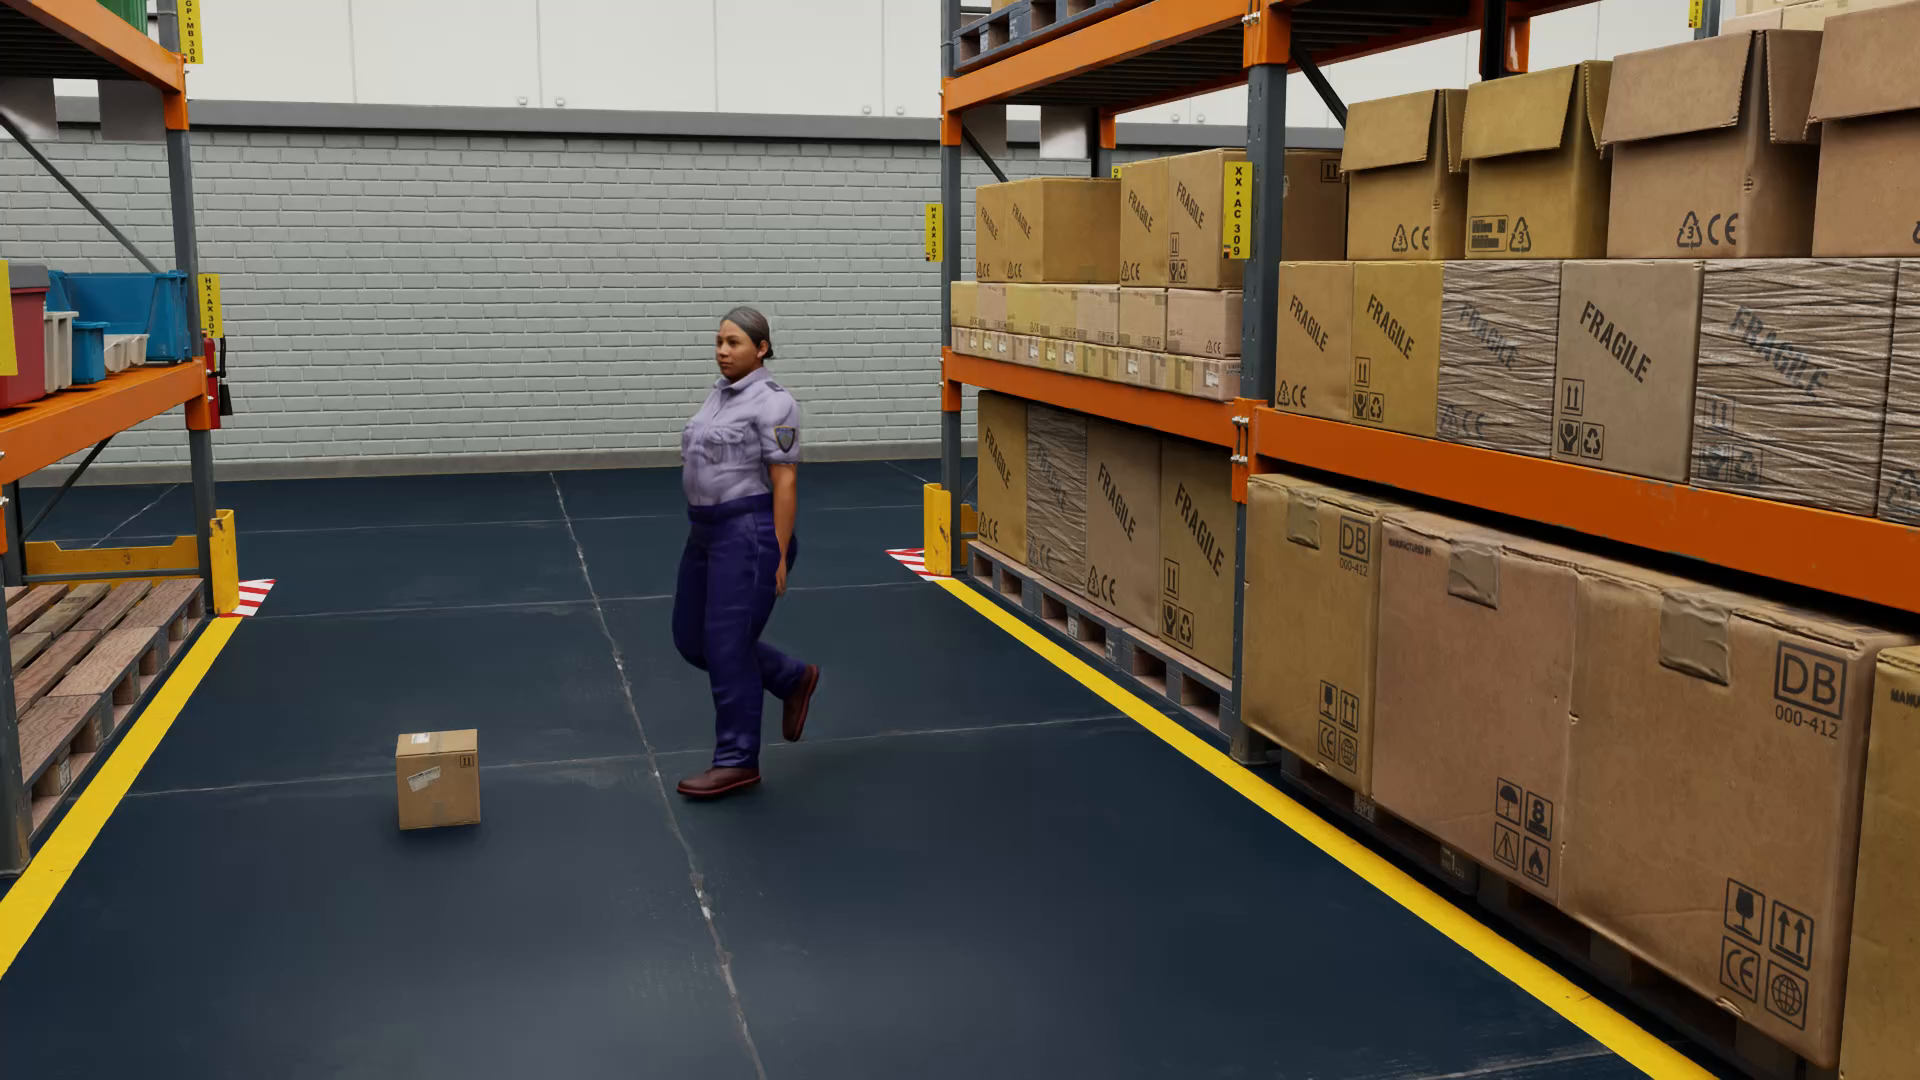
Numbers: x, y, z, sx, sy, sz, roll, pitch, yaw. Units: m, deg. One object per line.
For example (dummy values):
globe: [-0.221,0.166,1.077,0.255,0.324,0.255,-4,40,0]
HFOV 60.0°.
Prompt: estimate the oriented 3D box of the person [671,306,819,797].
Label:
person: [-0.735,0.020,5.736,0.649,1.636,0.480,-6,11,-33]
